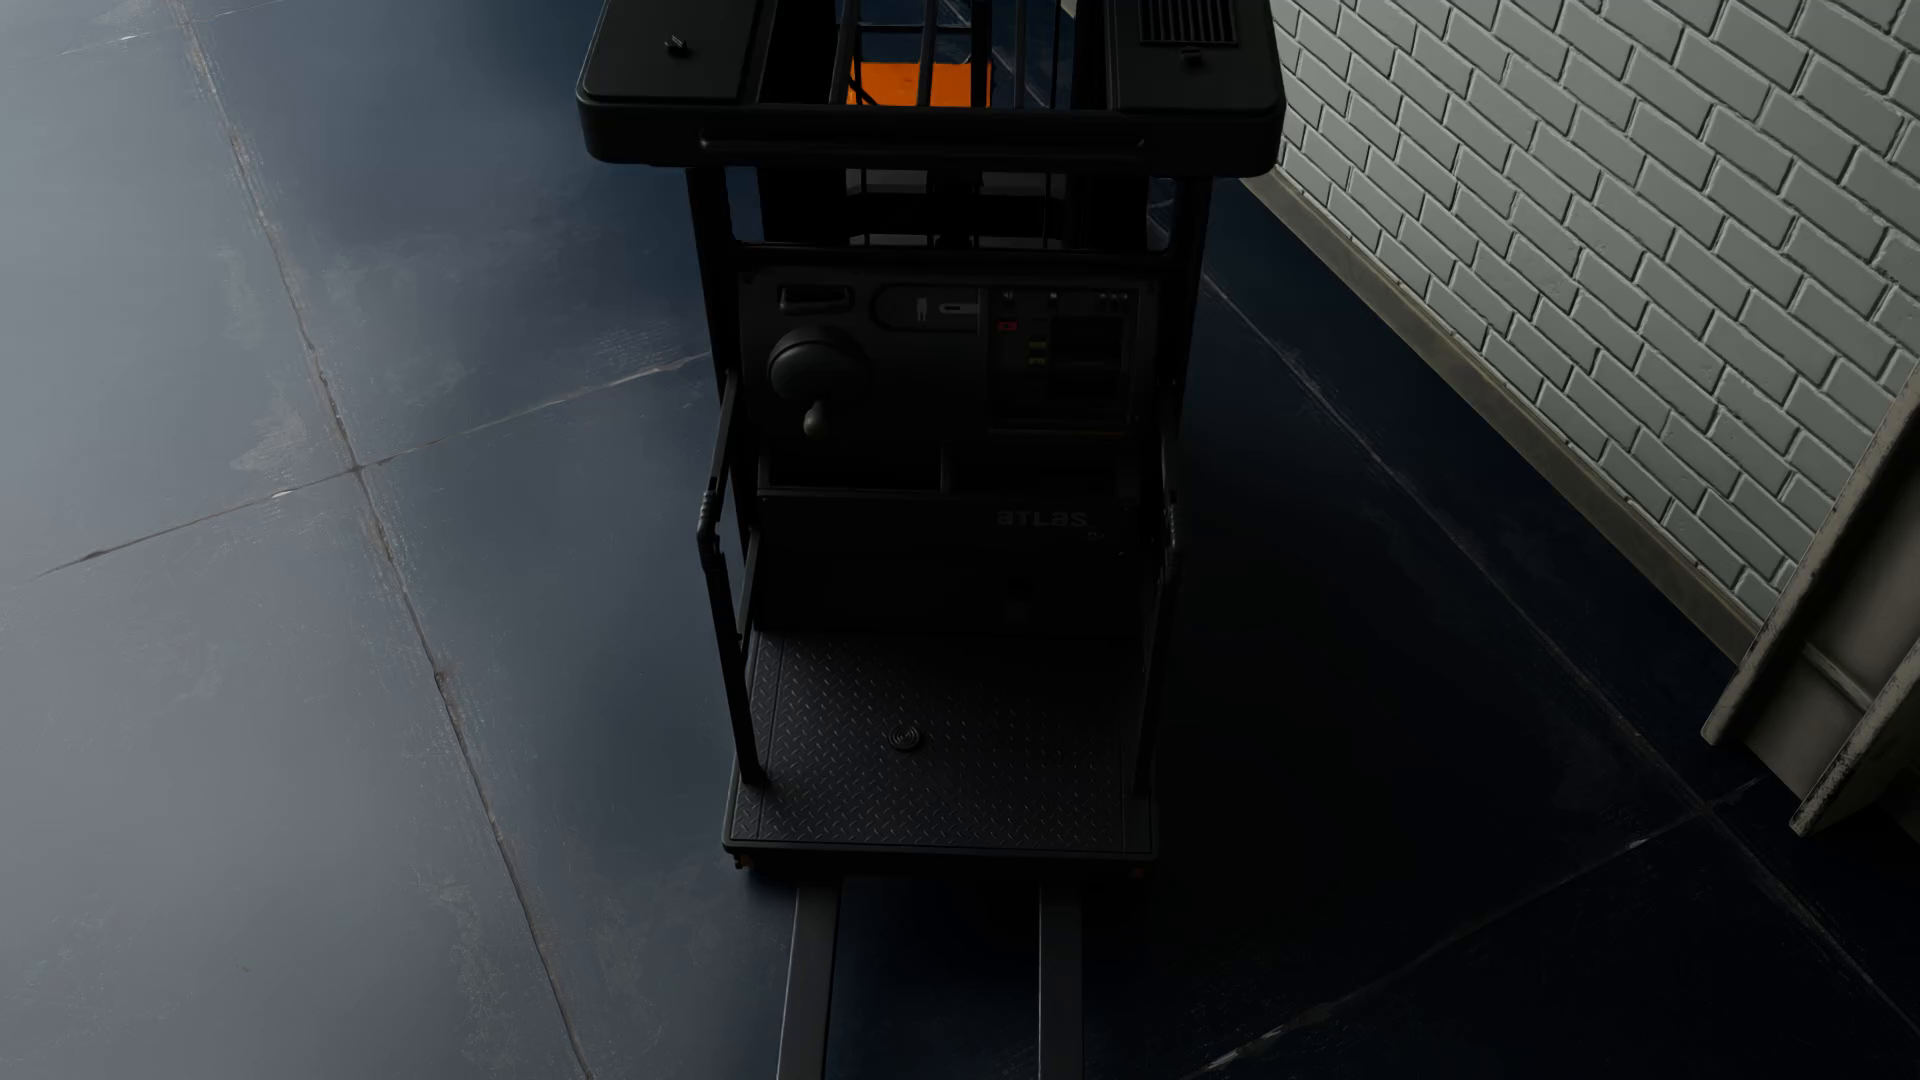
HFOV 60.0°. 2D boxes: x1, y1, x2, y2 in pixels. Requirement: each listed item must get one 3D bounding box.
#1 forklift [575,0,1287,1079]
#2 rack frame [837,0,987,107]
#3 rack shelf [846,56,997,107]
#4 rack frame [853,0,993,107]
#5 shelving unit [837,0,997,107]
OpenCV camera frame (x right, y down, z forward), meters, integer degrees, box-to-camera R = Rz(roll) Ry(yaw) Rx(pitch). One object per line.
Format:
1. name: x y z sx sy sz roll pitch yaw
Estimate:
1. forklift: -0.032 -0.315 3.578 1.130 2.935 3.031 2 49 1
2. rack frame: -0.176 -1.012 5.139 0.500 1.500 0.032 2 49 1
3. rack shelf: -0.156 -1.276 5.609 0.538 0.185 1.000 2 49 1
4. rack frame: -0.136 -1.777 5.808 0.500 1.500 0.032 2 49 1
5. shelving unit: -0.156 -1.401 5.479 0.587 1.500 1.083 2 49 1
